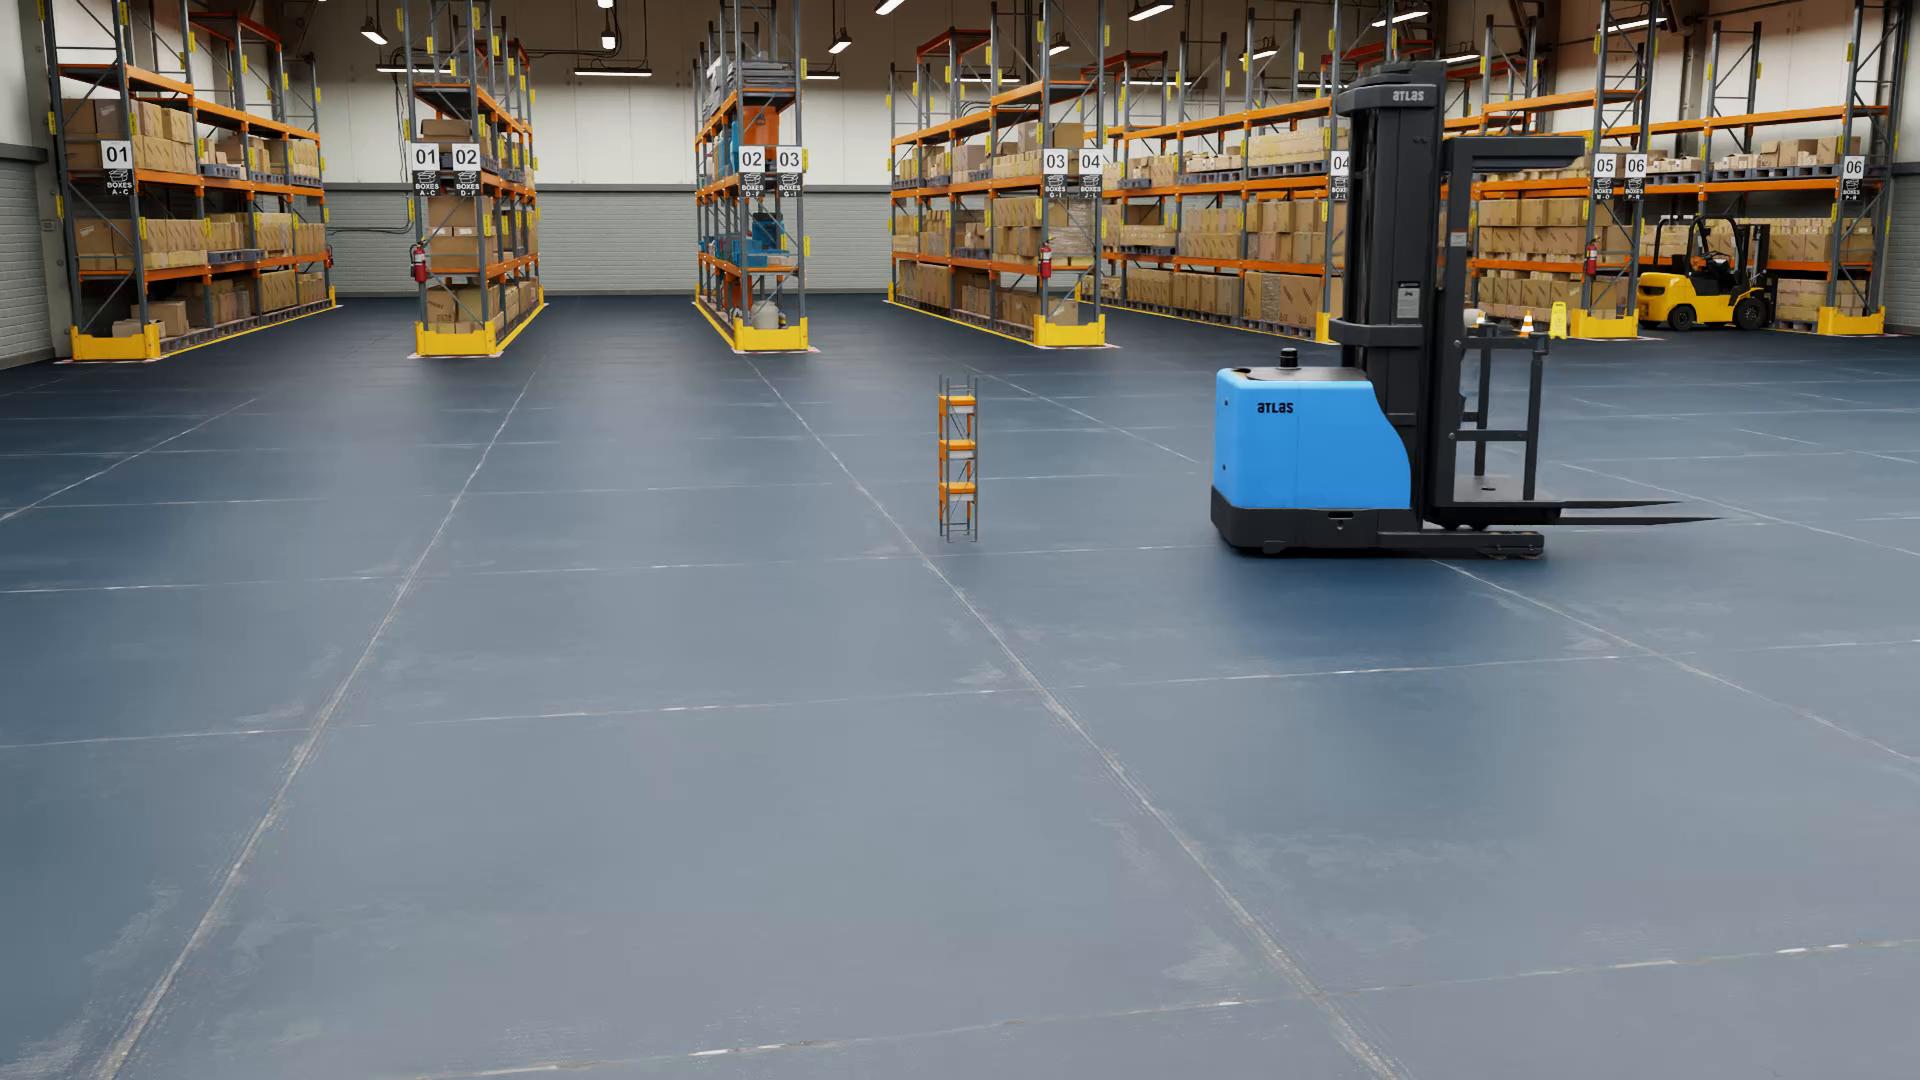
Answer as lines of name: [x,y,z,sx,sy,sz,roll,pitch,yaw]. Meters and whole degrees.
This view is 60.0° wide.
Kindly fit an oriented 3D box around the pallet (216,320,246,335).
pallet: [-13.898,-3.938,30.823,1.003,0.211,1.213,-2,11,-11]

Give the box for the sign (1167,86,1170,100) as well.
sign: [4.944,-10.616,39.482,0.100,0.325,0.005,-2,11,-11]

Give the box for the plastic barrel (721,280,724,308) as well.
plastic barrel: [-4.896,-5.353,36.125,0.600,0.588,0.708,-2,11,-11]

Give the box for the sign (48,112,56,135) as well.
sign: [-13.275,-6.100,24.330,0.100,0.325,0.005,-2,11,-11]

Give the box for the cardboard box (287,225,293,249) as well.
cardboard box: [-14.723,-6.538,35.908,0.500,0.500,0.500,-2,11,-12]

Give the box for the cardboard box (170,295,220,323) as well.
cardboard box: [-13.814,-4.157,30.022,0.700,0.500,0.500,-2,11,-12]

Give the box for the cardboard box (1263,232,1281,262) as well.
cardboard box: [6.159,-5.446,30.888,0.875,0.550,0.550,-2,11,-11]

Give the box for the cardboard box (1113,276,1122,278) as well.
cardboard box: [4.130,-6.714,42.857,0.380,0.149,0.250,-3,11,-13]

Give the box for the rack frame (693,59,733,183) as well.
rack frame: [-6.121,-10.449,41.530,1.000,3.000,0.127,-2,11,-11]

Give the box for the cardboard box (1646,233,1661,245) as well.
cardboard box: [15.113,-6.464,35.699,0.500,0.250,0.500,-2,11,-10]

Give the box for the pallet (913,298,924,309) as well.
pallet: [-0.555,-5.721,40.191,1.003,0.211,1.213,-2,11,-11]

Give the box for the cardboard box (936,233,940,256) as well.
cardboard box: [-0.241,-6.533,36.728,0.500,0.500,0.500,-2,11,-13]

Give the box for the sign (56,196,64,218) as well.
sign: [-13.275,-4.915,24.556,0.100,0.325,0.005,-2,11,-11]

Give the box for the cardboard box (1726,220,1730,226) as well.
cardboard box: [15.629,-6.377,33.379,0.380,0.149,0.250,-2,11,-12]

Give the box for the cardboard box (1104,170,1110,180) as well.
cardboard box: [3.866,-9.023,41.121,0.500,0.250,0.500,-2,11,-9]

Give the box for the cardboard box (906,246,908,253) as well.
cardboard box: [-1.115,-7.105,40.676,0.380,0.149,0.250,-2,11,-12]

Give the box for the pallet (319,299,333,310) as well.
pallet: [-15.606,-5.628,39.703,1.003,0.211,1.213,-2,11,-11]

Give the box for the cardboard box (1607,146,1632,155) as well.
cardboard box: [11.701,-6.923,29.563,0.380,0.149,0.250,-2,11,-11]

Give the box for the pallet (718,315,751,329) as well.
pallet: [-4.218,-4.298,32.716,1.003,0.211,1.213,-2,11,-11]

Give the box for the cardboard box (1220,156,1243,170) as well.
cardboard box: [5.501,-7.517,33.157,0.500,0.250,0.500,-2,11,-11]

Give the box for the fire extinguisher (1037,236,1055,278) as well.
fire extinguisher: [1.420,-4.672,27.428,0.296,0.674,0.183,-2,11,-11]

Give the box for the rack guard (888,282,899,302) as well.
rack guard: [-1.267,-6.459,43.294,1.175,0.500,0.348,-2,11,-11]

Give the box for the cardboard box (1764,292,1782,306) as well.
cardboard box: [15.829,-4.655,32.024,0.500,0.250,0.500,-2,11,-12]

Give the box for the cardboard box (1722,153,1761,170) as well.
cardboard box: [15.583,-7.547,33.150,0.500,0.311,0.500,-2,11,-10]

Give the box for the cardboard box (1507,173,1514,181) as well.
cardboard box: [10.775,-6.987,32.034,0.380,0.149,0.250,-2,11,-9]

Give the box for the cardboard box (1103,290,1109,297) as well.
cardboard box: [3.789,-6.166,41.570,0.380,0.149,0.250,-2,11,-11]

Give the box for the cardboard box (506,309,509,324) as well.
cardboard box: [-8.482,-4.061,30.239,0.500,0.250,0.500,-2,11,-12]

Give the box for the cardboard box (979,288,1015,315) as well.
cardboard box: [0.790,-4.774,33.264,0.700,0.500,0.500,-3,11,-16]

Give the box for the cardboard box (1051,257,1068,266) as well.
cardboard box: [1.592,-4.669,27.878,0.380,0.149,0.250,-2,11,-11]

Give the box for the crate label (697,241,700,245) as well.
crate label: [-6.396,-7.392,41.800,0.416,0.233,0.303,-2,11,-11]

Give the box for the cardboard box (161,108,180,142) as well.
cardboard box: [-12.912,-6.687,26.791,0.500,0.500,0.500,-3,11,-13]

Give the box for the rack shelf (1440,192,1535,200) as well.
rack shelf: [13.716,-8.977,43.742,1.077,0.370,4.000,-2,11,-11]

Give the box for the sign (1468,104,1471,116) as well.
sign: [13.875,-11.724,45.306,0.100,0.325,0.005,-2,11,-11]

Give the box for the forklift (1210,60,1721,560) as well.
forklift: [3.171,-1.421,10.324,3.031,2.935,1.130,0,11,0]

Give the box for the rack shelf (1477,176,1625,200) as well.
rack shelf: [11.181,-6.595,31.227,1.077,0.370,4.000,-2,11,-11]

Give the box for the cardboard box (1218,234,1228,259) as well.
cardboard box: [5.495,-5.871,33.253,0.500,0.500,0.500,-2,11,-12]

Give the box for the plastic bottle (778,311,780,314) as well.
plastic bottle: [-3.181,-3.906,29.316,0.097,0.271,0.097,0,11,0]

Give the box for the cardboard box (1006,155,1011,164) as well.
cardboard box: [1.039,-6.814,29.788,0.380,0.149,0.250,-2,11,-12]

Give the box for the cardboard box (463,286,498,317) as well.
cardboard box: [-8.043,-3.994,27.883,0.500,0.500,0.500,-2,11,-11]

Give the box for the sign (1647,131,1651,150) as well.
sign: [12.103,-7.031,29.255,0.100,0.325,0.005,-2,11,-11]

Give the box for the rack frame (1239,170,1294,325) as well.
rack frame: [5.957,-5.643,32.324,1.000,3.000,0.127,-2,11,-11]

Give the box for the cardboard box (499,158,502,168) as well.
cardboard box: [-9.161,-7.285,32.205,0.500,0.250,0.500,-2,11,-9]

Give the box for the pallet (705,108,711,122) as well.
pallet: [-4.675,-8.826,34.577,1.213,0.211,1.003,-2,11,-11]

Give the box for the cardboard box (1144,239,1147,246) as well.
cardboard box: [4.387,-6.769,37.787,0.380,0.149,0.250,-2,11,-9]

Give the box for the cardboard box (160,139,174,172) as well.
cardboard box: [-12.846,-6.103,26.395,0.500,0.500,0.500,-1,11,-7]

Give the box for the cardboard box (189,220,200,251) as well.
cardboard box: [-13.007,-5.079,27.700,0.500,0.500,0.500,-2,11,-11]

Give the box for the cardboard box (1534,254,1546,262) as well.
cardboard box: [10.970,-5.278,31.075,0.380,0.149,0.250,-2,11,-12]

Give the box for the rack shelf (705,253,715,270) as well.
rack shelf: [-4.954,-6.048,36.376,1.077,0.370,4.000,-2,11,-11]

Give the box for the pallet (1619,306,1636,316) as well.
pallet: [15.238,-5.011,36.461,1.003,0.211,1.213,-2,11,-11]

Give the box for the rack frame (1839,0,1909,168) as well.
rack frame: [16.439,-8.237,29.904,1.000,3.000,0.127,-2,11,-11]

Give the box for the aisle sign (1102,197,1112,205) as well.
aisle sign: [3.903,-9.146,43.772,0.394,0.787,0.004,-2,11,-11]

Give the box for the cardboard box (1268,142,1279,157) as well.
cardboard box: [5.975,-7.160,30.485,0.500,0.250,0.500,-2,11,-12]

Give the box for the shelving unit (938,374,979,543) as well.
shelving unit: [-0.010,-0.526,10.650,0.215,1.050,0.252,-2,11,-11]

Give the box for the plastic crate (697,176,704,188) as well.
plastic crate: [-6.093,-8.655,40.291,0.504,0.338,0.767,-2,11,-11]
